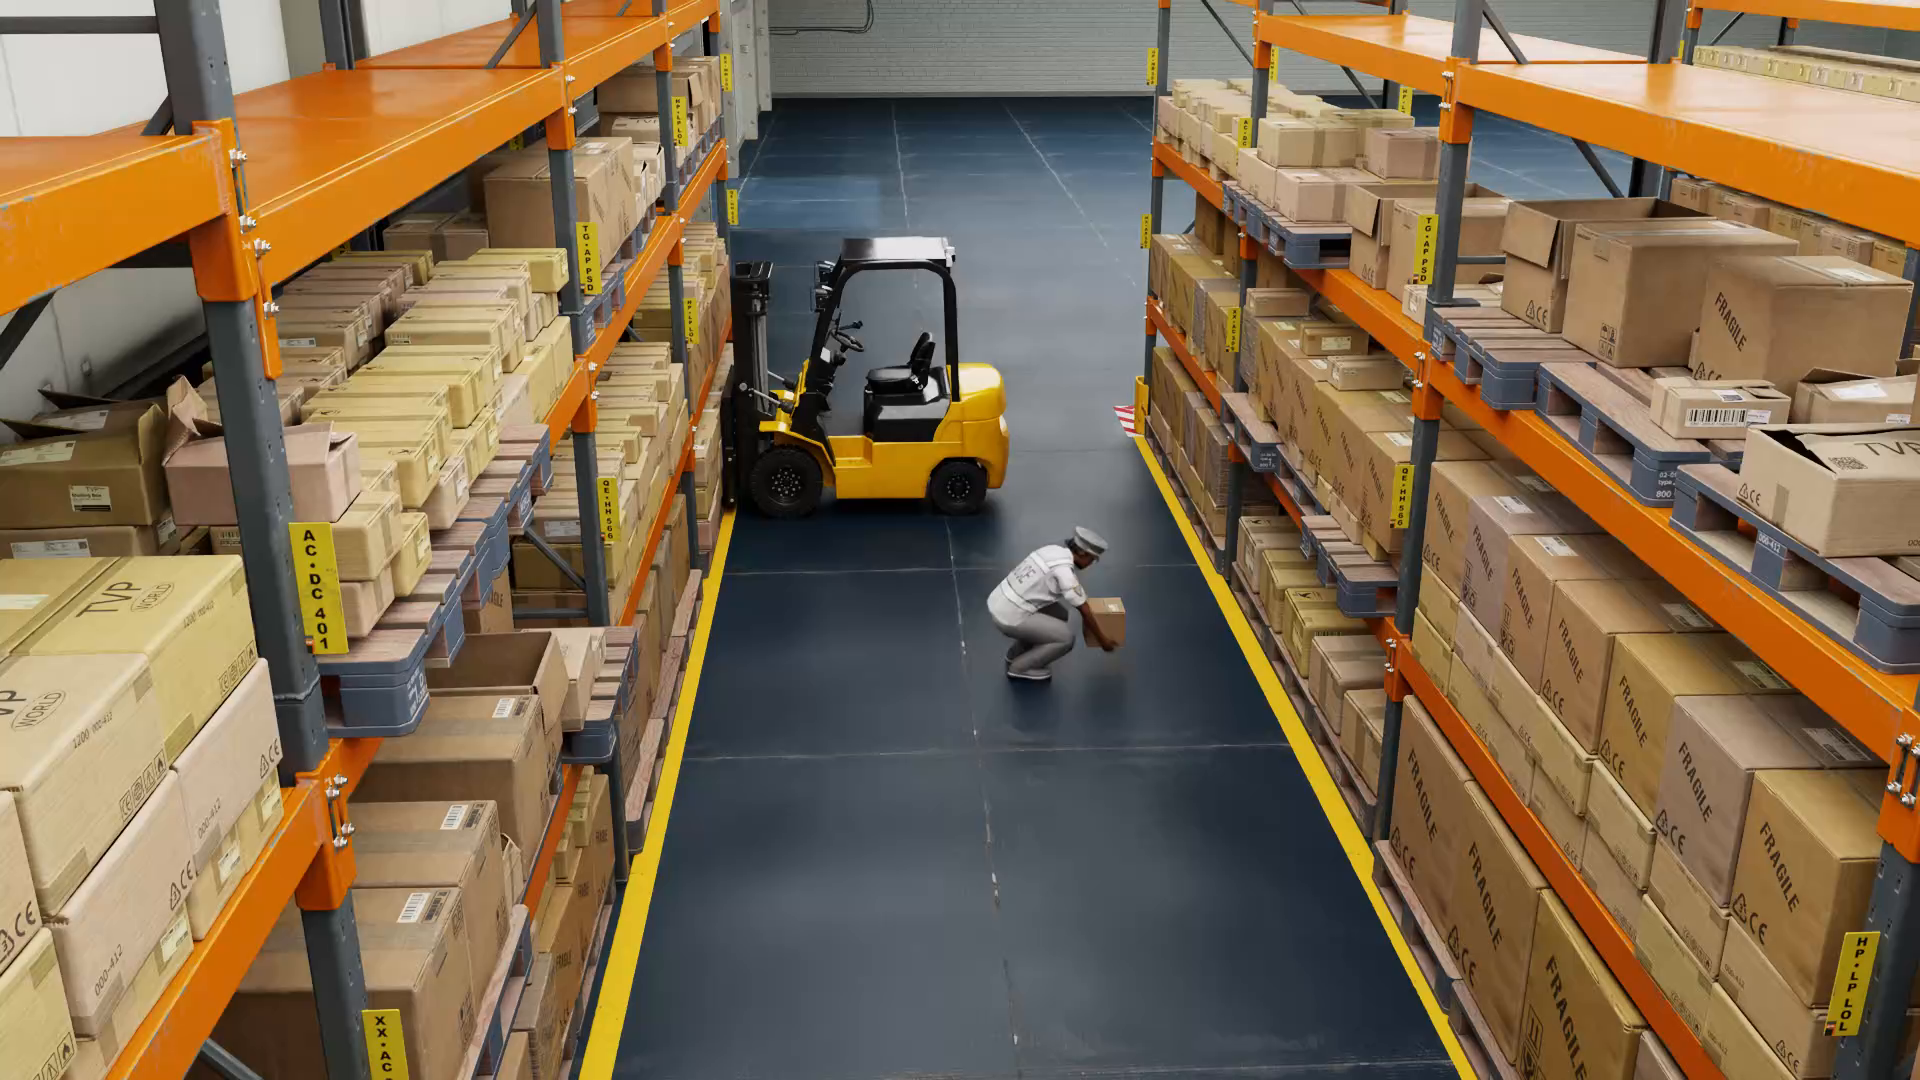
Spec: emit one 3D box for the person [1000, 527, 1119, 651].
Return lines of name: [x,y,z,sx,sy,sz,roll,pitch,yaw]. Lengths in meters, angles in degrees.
person: [0.655,0.345,10.968,0.777,0.776,0.416,-2,21,-4]
